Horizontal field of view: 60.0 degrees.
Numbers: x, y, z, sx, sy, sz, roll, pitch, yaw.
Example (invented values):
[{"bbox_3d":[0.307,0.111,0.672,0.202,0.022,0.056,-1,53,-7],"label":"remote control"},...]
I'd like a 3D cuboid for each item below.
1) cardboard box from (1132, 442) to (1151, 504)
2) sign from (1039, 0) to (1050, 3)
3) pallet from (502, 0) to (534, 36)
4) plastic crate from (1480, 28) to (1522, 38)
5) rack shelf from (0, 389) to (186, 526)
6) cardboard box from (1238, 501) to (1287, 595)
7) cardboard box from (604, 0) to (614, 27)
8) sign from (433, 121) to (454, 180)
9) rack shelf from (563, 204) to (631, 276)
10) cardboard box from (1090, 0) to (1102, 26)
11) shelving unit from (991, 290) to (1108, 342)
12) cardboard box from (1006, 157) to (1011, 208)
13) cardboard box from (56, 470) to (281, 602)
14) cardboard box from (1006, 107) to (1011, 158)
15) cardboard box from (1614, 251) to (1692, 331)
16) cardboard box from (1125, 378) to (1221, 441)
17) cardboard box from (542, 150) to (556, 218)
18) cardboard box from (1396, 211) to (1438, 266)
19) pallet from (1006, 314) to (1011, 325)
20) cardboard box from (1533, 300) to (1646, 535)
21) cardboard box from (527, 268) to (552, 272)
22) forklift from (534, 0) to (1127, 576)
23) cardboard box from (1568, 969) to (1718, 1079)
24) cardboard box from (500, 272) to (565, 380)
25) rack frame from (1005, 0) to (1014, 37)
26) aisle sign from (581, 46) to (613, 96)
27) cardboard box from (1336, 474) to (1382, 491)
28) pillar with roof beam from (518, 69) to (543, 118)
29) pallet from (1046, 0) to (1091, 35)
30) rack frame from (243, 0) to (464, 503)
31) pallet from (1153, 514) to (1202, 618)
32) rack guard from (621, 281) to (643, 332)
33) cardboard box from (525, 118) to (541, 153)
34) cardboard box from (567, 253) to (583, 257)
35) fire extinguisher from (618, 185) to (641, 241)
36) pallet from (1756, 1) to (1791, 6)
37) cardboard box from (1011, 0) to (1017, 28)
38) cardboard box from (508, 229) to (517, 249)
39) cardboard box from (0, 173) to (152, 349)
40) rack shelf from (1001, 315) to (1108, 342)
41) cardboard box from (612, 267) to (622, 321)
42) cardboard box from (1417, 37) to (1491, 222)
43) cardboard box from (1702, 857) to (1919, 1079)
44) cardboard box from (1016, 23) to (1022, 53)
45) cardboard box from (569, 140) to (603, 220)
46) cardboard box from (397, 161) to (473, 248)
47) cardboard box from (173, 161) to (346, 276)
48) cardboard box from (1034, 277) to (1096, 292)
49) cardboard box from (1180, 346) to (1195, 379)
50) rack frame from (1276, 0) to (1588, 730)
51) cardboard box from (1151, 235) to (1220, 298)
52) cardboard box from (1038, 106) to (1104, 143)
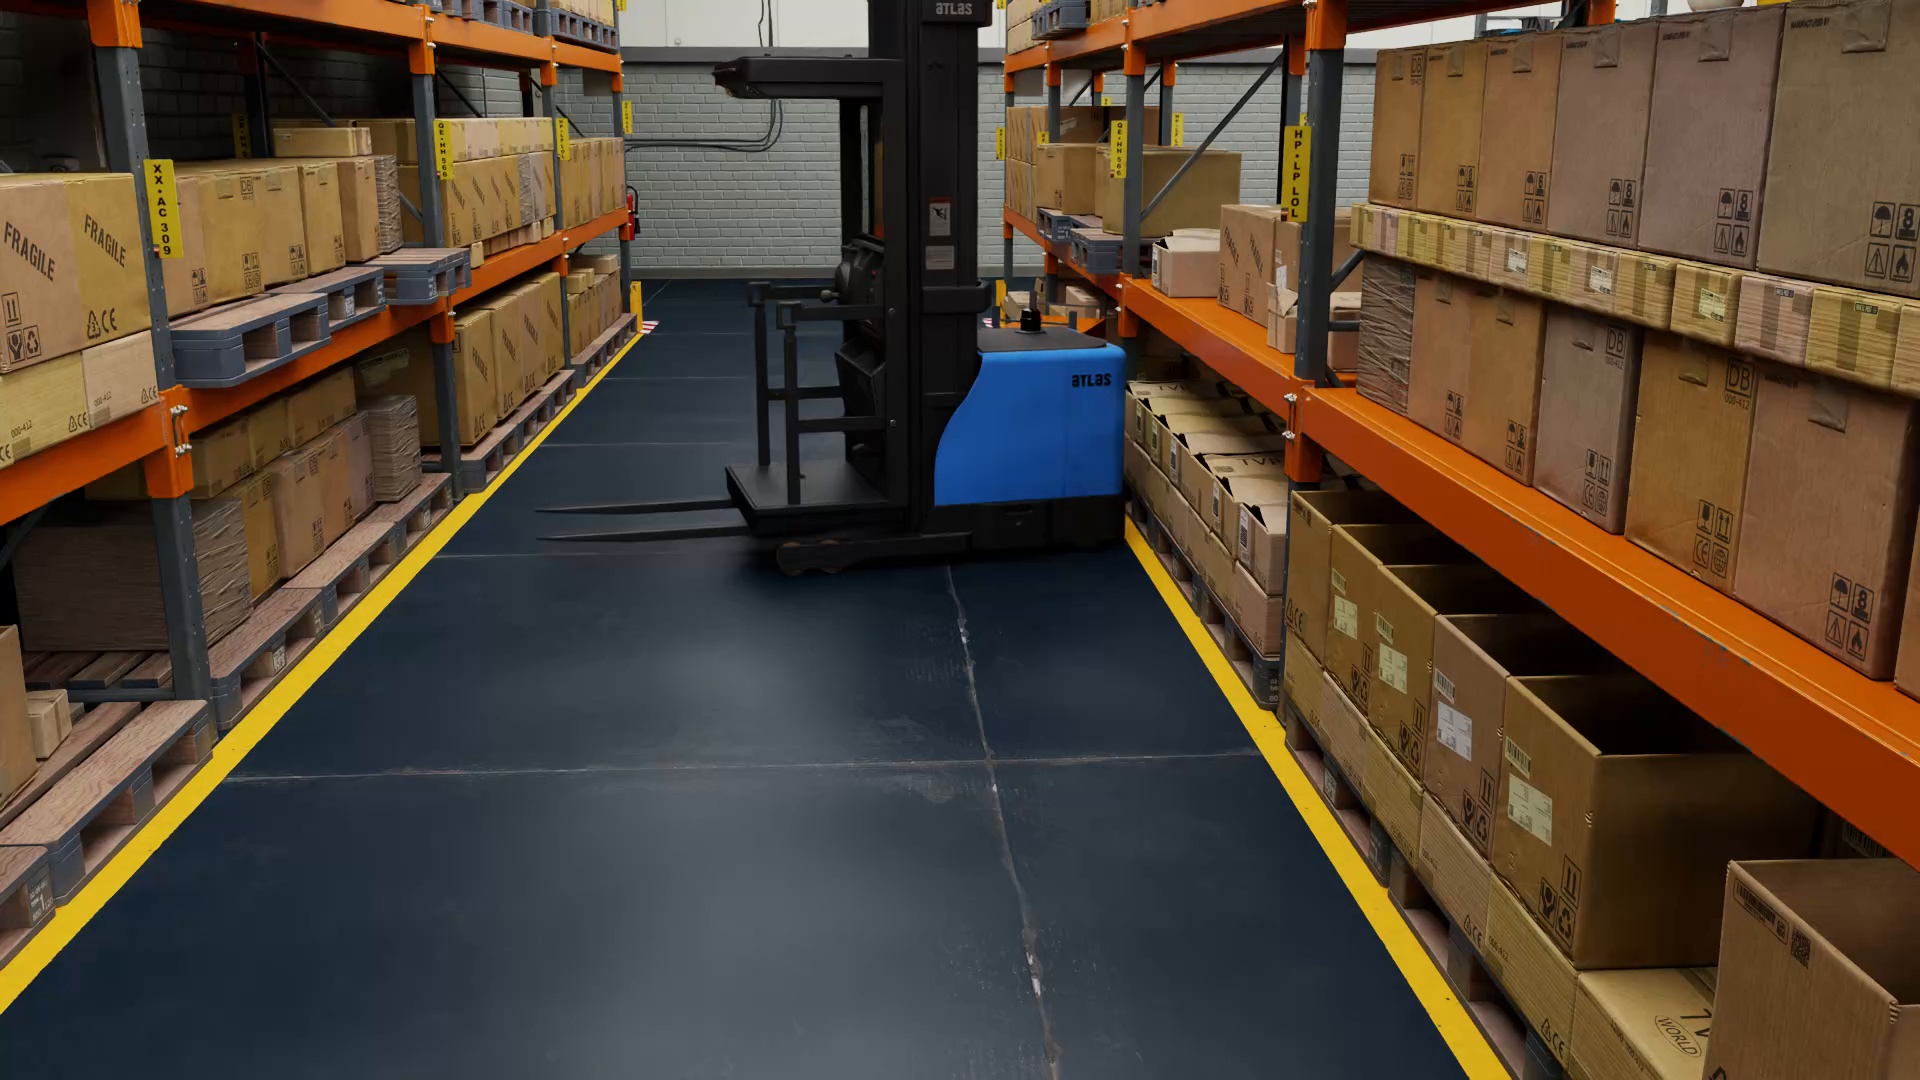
[{"bbox_3d":[1.239,-0.370,9.120,0.500,0.250,0.500,-1,14,-5],"label":"cardboard box"},{"bbox_3d":[0.678,-4.446,13.227,0.100,0.325,0.005,-1,14,-3],"label":"sign"},{"bbox_3d":[-3.618,-3.808,12.172,0.805,0.209,1.217,-1,15,-6],"label":"pallet"},{"bbox_3d":[5.661,-5.112,17.119,0.497,0.269,0.590,-1,14,-3],"label":"plastic crate"},{"bbox_3d":[-3.105,0.160,3.828,1.077,0.370,4.000,-1,14,-3],"label":"rack shelf"},{"bbox_3d":[1.404,-0.003,6.567,0.500,0.311,0.500,-1,14,-3],"label":"cardboard box"},{"bbox_3d":[-3.662,-5.124,16.159,0.500,0.250,0.500,0,14,-2],"label":"cardboard box"},{"bbox_3d":[-2.936,-2.214,9.446,0.100,0.325,0.005,-1,14,-3],"label":"sign"},{"bbox_3d":[-3.848,-2.824,15.428,1.077,0.370,4.000,-1,14,-3],"label":"rack shelf"},{"bbox_3d":[1.343,-3.623,10.868,0.910,0.500,0.500,-1,14,-3],"label":"cardboard box"},{"bbox_3d":[0.543,-0.914,10.259,0.538,1.125,1.048,6,15,14],"label":"shelving unit"},{"bbox_3d":[0.736,-3.682,17.115,0.500,0.500,0.500,-1,14,-2],"label":"cardboard box"},{"bbox_3d":[-3.373,0.001,7.136,0.700,0.500,0.500,-1,14,-5],"label":"cardboard box"},{"bbox_3d":[0.736,-4.166,16.990,0.500,0.500,0.500,0,14,-2],"label":"cardboard box"},{"bbox_3d":[1.667,-0.545,3.622,0.380,0.149,0.250,0,14,-2],"label":"cardboard box"},{"bbox_3d":[1.207,-0.767,9.536,0.500,0.311,0.500,0,14,-2],"label":"cardboard box"},{"bbox_3d":[-3.444,-2.767,12.922,0.500,0.500,0.500,-1,14,-4],"label":"cardboard box"},{"bbox_3d":[1.572,-0.929,5.116,0.380,0.149,0.250,-1,14,-5],"label":"cardboard box"},{"bbox_3d":[1.027,-2.180,17.075,1.003,0.211,1.213,-1,14,-3],"label":"pallet"},{"bbox_3d":[1.848,-0.318,4.042,0.700,0.500,0.500,0,14,-2],"label":"cardboard box"},{"bbox_3d":[-3.924,-2.390,15.168,0.380,0.149,0.250,-1,14,-3],"label":"cardboard box"},{"bbox_3d":[-0.698,-1.387,8.534,3.031,2.935,1.130,-4,15,-15],"label":"forklift"},{"bbox_3d":[1.592,1.107,3.380,0.500,0.250,0.500,-1,14,-3],"label":"cardboard box"},{"bbox_3d":[-3.554,-1.678,13.000,0.750,0.750,0.750,-1,14,-3],"label":"cardboard box"},{"bbox_3d":[0.972,-6.653,16.824,1.000,3.000,0.127,-1,14,-3],"label":"rack frame"},{"bbox_3d":[-3.677,-4.952,17.035,0.394,0.787,0.004,-1,14,-3],"label":"aisle sign"},{"bbox_3d":[1.912,-0.138,7.092,0.500,0.311,0.500,-1,14,-4],"label":"cardboard box"},{"bbox_3d":[-0.706,-7.300,19.340,9.100,9.000,0.400,-1,14,-3],"label":"pillar with roof beam"},{"bbox_3d":[1.257,-3.693,11.718,1.213,0.211,1.003,-1,14,-3],"label":"pallet"},{"bbox_3d":[-3.477,-1.681,9.538,1.000,3.000,0.127,-1,14,-3],"label":"rack frame"},{"bbox_3d":[1.552,0.100,8.212,1.003,0.211,1.213,-1,14,-3],"label":"pallet"},{"bbox_3d":[-3.974,-2.466,17.606,1.175,0.500,0.348,-1,14,-3],"label":"rack guard"},{"bbox_3d":[-3.418,-3.001,12.328,0.500,0.250,0.500,-1,14,-2],"label":"cardboard box"},{"bbox_3d":[-4.036,-2.833,16.888,0.380,0.149,0.250,-1,14,-3],"label":"cardboard box"},{"bbox_3d":[-3.521,-3.497,17.501,0.296,0.674,0.183,-1,14,-3],"label":"fire extinguisher"},{"bbox_3d":[6.383,-3.714,11.801,1.003,0.211,1.213,-1,14,-3],"label":"pallet"},{"bbox_3d":[0.768,-5.114,16.159,0.500,0.250,0.500,-1,14,-3],"label":"cardboard box"},{"bbox_3d":[-3.386,-2.167,11.893,0.380,0.149,0.250,-1,14,-5],"label":"cardboard box"},{"bbox_3d":[-2.891,-0.873,5.156,0.500,0.500,0.500,-1,14,-4],"label":"cardboard box"},{"bbox_3d":[0.553,-1.197,10.187,0.538,0.278,1.000,6,15,14],"label":"rack shelf"},{"bbox_3d":[-3.829,-2.490,16.860,0.700,0.500,0.500,-1,14,-3],"label":"cardboard box"},{"bbox_3d":[1.782,-1.204,4.882,0.700,0.500,0.500,-1,14,-4],"label":"cardboard box"},{"bbox_3d":[1.633,0.868,2.804,0.500,0.500,0.500,-1,14,-3],"label":"cardboard box"},{"bbox_3d":[0.800,-4.747,15.738,0.500,0.250,0.500,-1,14,-3],"label":"cardboard box"},{"bbox_3d":[-3.836,-3.318,15.301,0.980,0.700,0.700,-2,15,-6],"label":"cardboard box"},{"bbox_3d":[-3.251,-2.008,9.971,0.500,0.500,0.500,0,14,-2],"label":"cardboard box"},{"bbox_3d":[-3.338,-1.516,7.814,0.700,0.500,0.500,-1,14,-3],"label":"cardboard box"},{"bbox_3d":[1.098,-2.224,15.777,0.797,0.503,0.637,-1,14,-3],"label":"cardboard box"},{"bbox_3d":[1.686,-1.008,11.059,0.500,0.500,0.500,-1,14,-5],"label":"cardboard box"},{"bbox_3d":[1.715,-0.763,5.973,1.000,3.000,0.127,-1,14,-3],"label":"rack frame"},{"bbox_3d":[1.329,-1.489,8.974,0.500,0.311,0.500,-1,14,-4],"label":"cardboard box"},{"bbox_3d":[0.930,-3.407,14.042,0.500,0.500,0.500,-1,14,-3],"label":"cardboard box"}]
